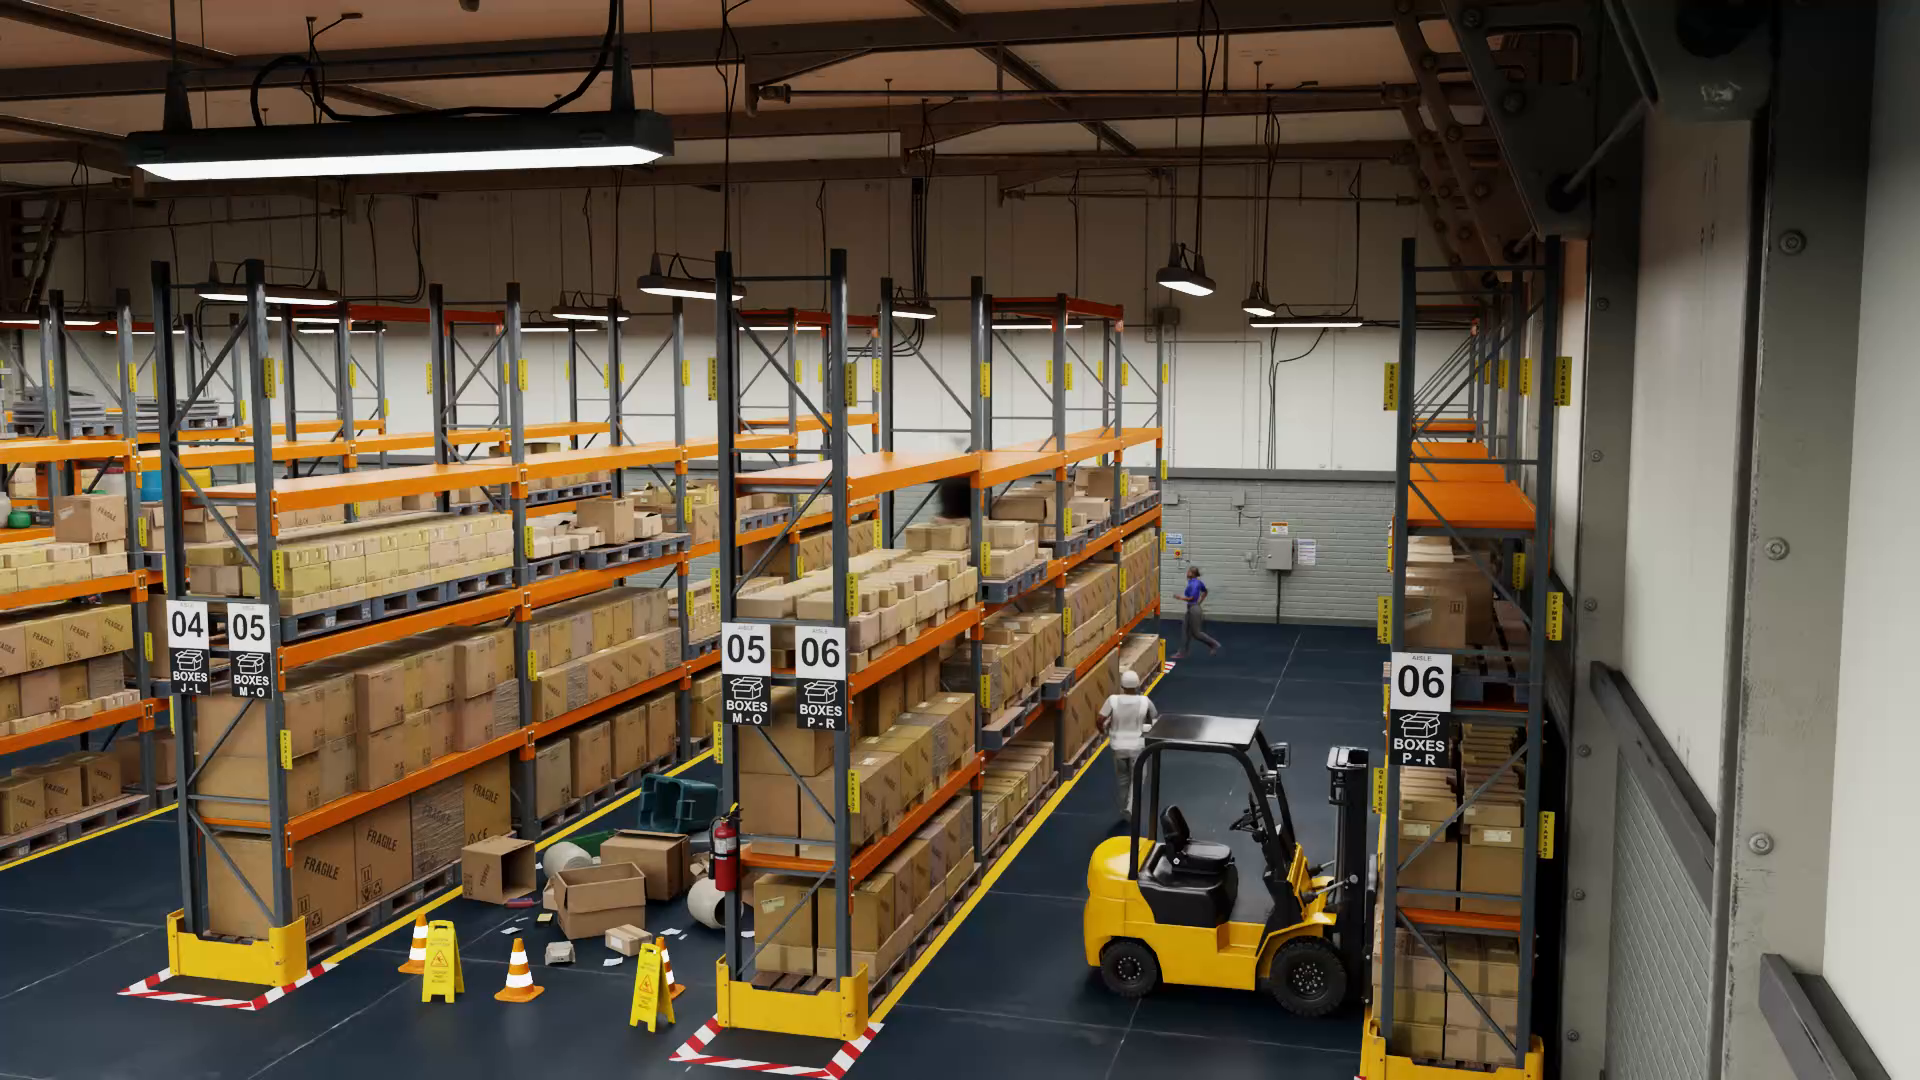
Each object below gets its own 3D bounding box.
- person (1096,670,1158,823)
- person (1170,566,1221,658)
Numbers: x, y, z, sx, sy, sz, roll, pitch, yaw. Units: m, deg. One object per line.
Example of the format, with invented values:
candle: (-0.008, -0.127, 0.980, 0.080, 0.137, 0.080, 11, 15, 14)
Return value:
person: (1.889, 2.316, 18.584, 0.684, 1.760, 0.957, 1, 6, 13)
person: (4.117, 1.265, 28.978, 0.903, 1.639, 0.590, 1, 6, 13)
